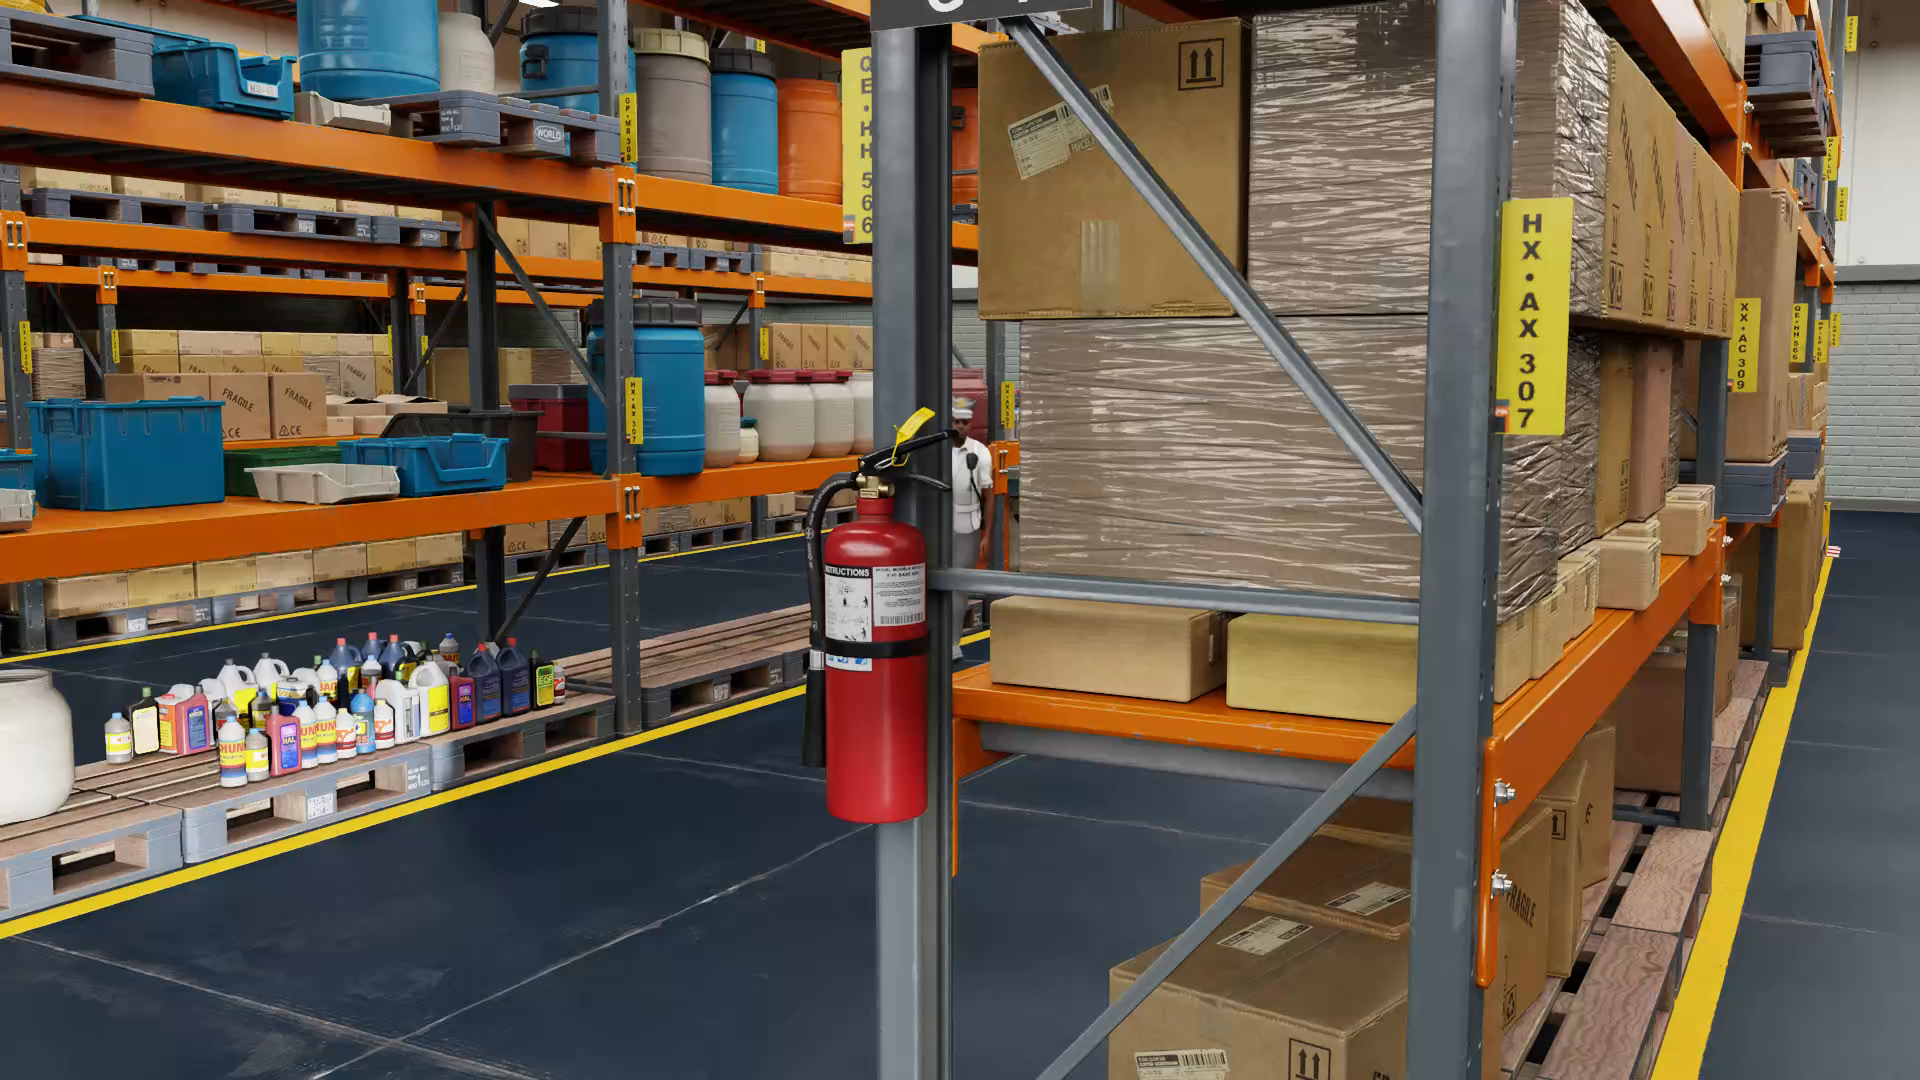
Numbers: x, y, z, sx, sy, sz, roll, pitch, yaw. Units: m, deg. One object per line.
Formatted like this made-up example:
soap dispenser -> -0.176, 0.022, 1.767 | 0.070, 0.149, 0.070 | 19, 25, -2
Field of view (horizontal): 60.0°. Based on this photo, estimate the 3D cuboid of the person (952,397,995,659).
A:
person -> -0.030, -0.030, 10.152 | 0.476, 1.687, 0.749 | -1, 6, -7
